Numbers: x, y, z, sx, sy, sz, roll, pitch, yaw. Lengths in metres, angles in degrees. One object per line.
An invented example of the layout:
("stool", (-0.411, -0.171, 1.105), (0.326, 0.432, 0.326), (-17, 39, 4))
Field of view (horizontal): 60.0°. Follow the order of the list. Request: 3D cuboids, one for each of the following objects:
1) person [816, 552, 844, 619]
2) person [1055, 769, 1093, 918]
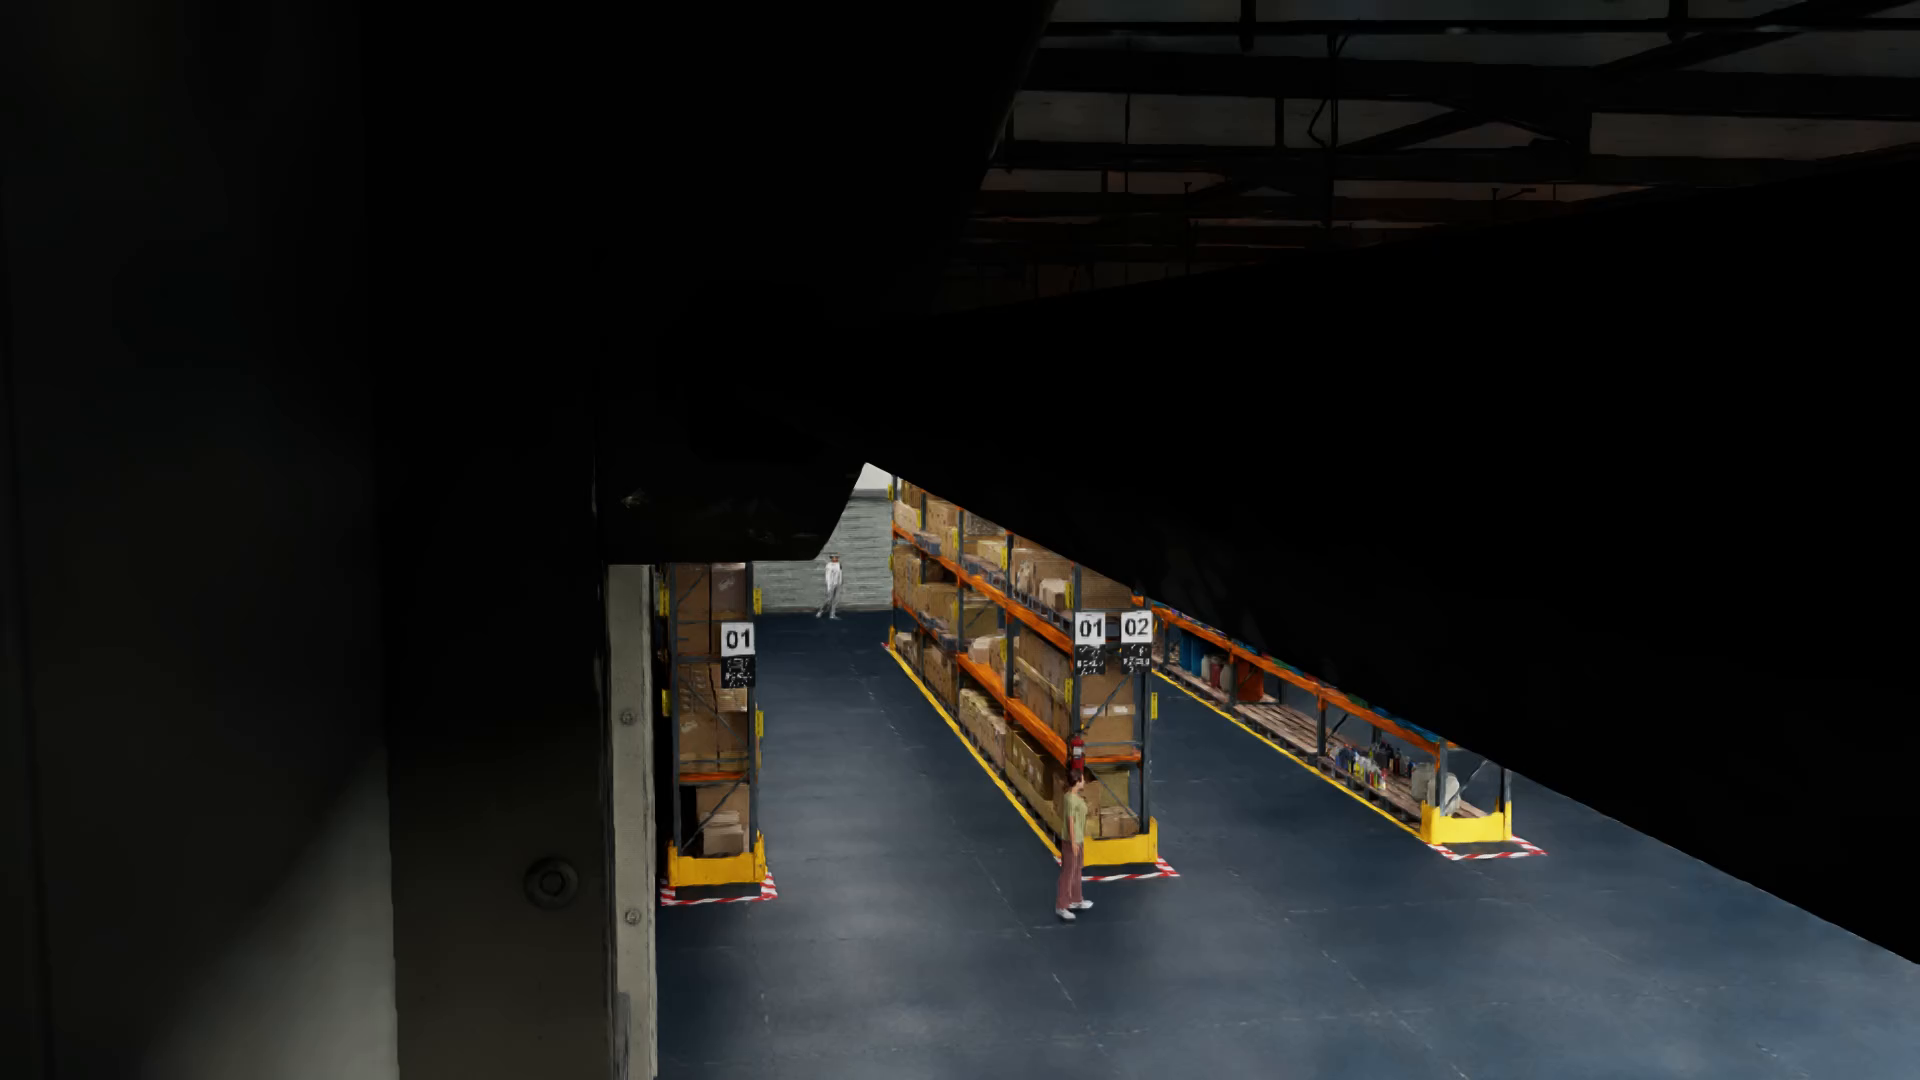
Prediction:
("person", (-3.203, 1.109, 40.704), (0.502, 1.663, 0.665), (5, 8, 38))
("person", (1.304, 3.435, 18.987), (0.412, 1.675, 0.549), (1, 6, 8))
